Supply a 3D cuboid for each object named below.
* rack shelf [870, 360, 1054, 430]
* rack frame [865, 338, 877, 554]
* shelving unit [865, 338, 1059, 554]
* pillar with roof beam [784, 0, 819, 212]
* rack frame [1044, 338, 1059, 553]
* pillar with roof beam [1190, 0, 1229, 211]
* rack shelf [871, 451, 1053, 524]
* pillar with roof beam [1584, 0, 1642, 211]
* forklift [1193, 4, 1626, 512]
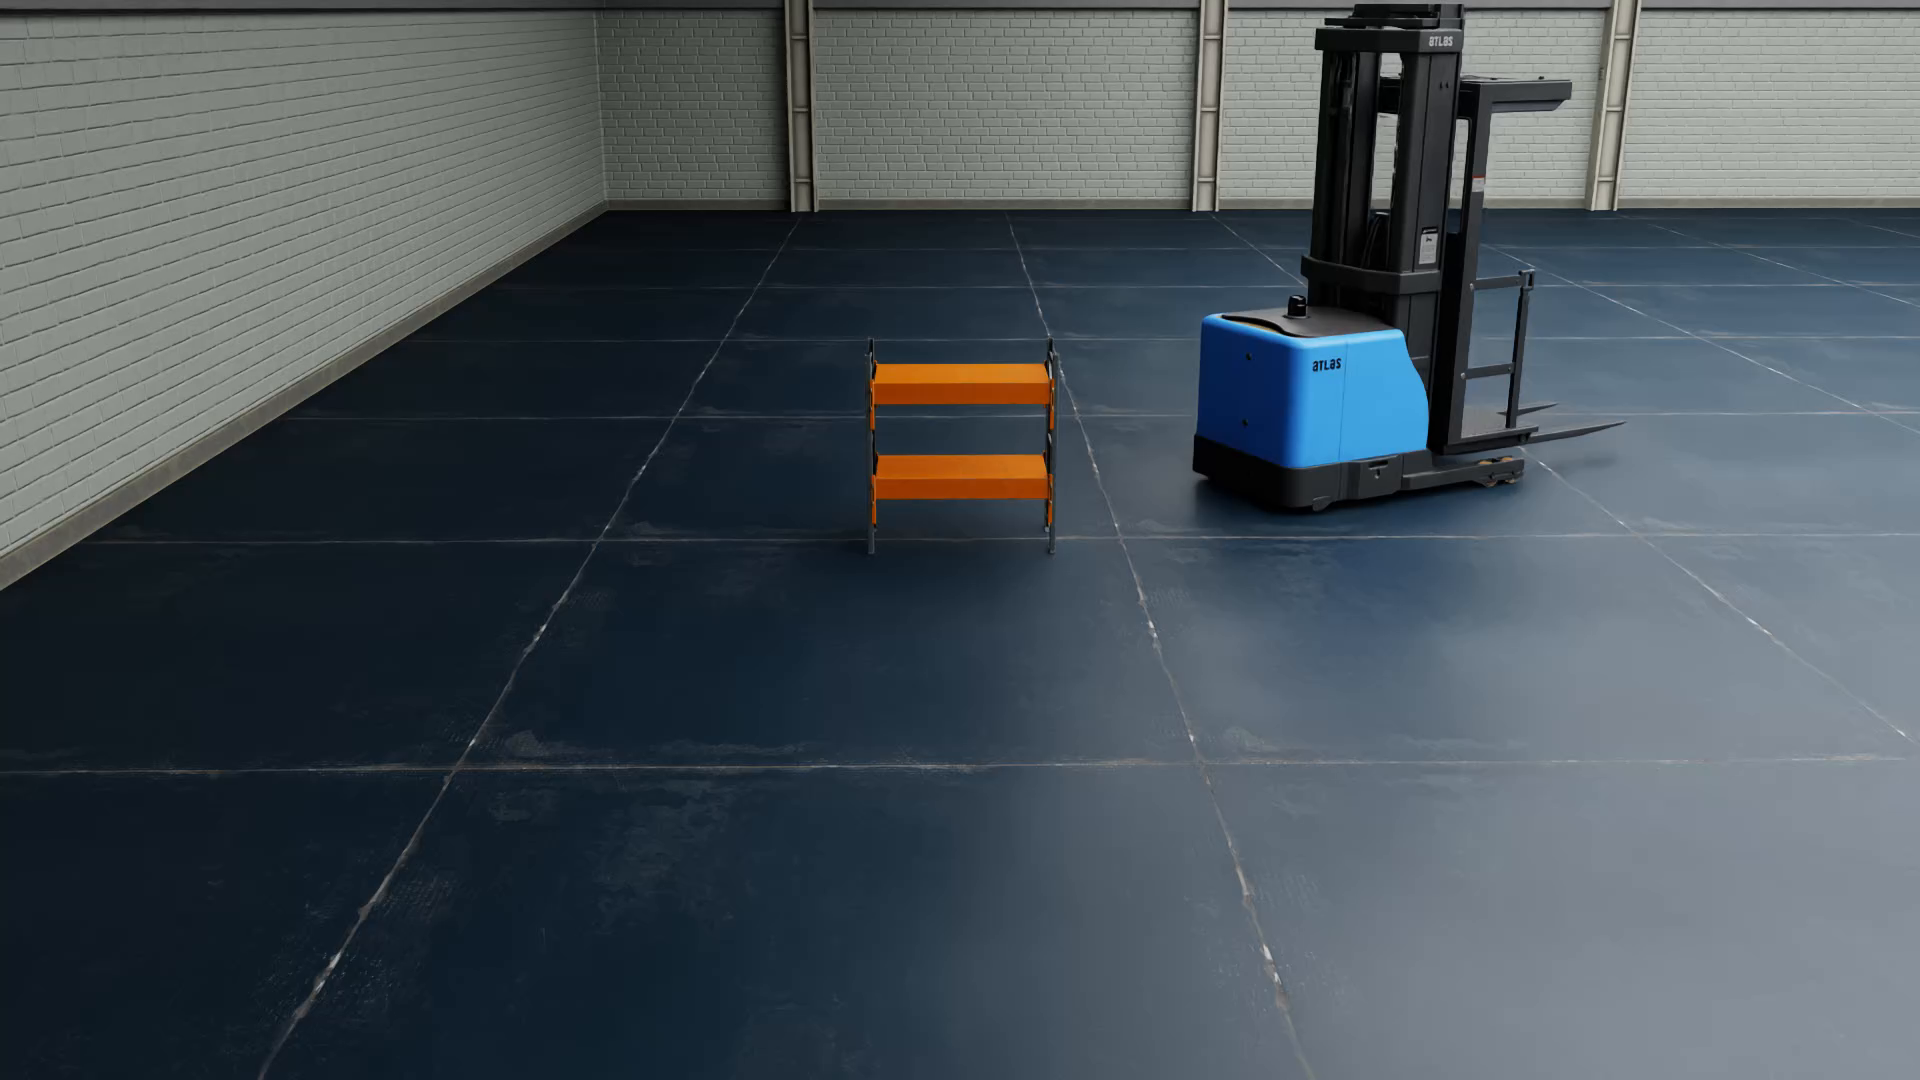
[{"bbox_3d":[0.007,-0.814,9.286,1.000,0.278,0.538,0,18,-1],"label":"rack shelf"},{"bbox_3d":[-0.502,-0.533,9.368,0.032,1.125,0.500,0,18,-1],"label":"rack frame"},{"bbox_3d":[0.007,-0.536,9.376,1.048,1.125,0.538,0,18,-1],"label":"shelving unit"},{"bbox_3d":[-2.259,-7.910,19.473,0.400,9.000,9.100,0,18,-1],"label":"pillar with roof beam"},{"bbox_3d":[0.515,-0.538,9.384,0.032,1.125,0.500,0,18,-1],"label":"rack frame"},{"bbox_3d":[3.740,-7.939,19.563,0.400,9.000,9.100,0,18,-1],"label":"pillar with roof beam"},{"bbox_3d":[0.007,-0.303,9.451,1.000,0.278,0.538,0,18,-1],"label":"rack shelf"},{"bbox_3d":[9.739,-7.968,19.654,0.400,9.000,9.100,0,18,-1],"label":"pillar with roof beam"},{"bbox_3d":[3.048,-1.865,10.565,3.031,2.935,1.130,-9,20,-26],"label":"forklift"}]
